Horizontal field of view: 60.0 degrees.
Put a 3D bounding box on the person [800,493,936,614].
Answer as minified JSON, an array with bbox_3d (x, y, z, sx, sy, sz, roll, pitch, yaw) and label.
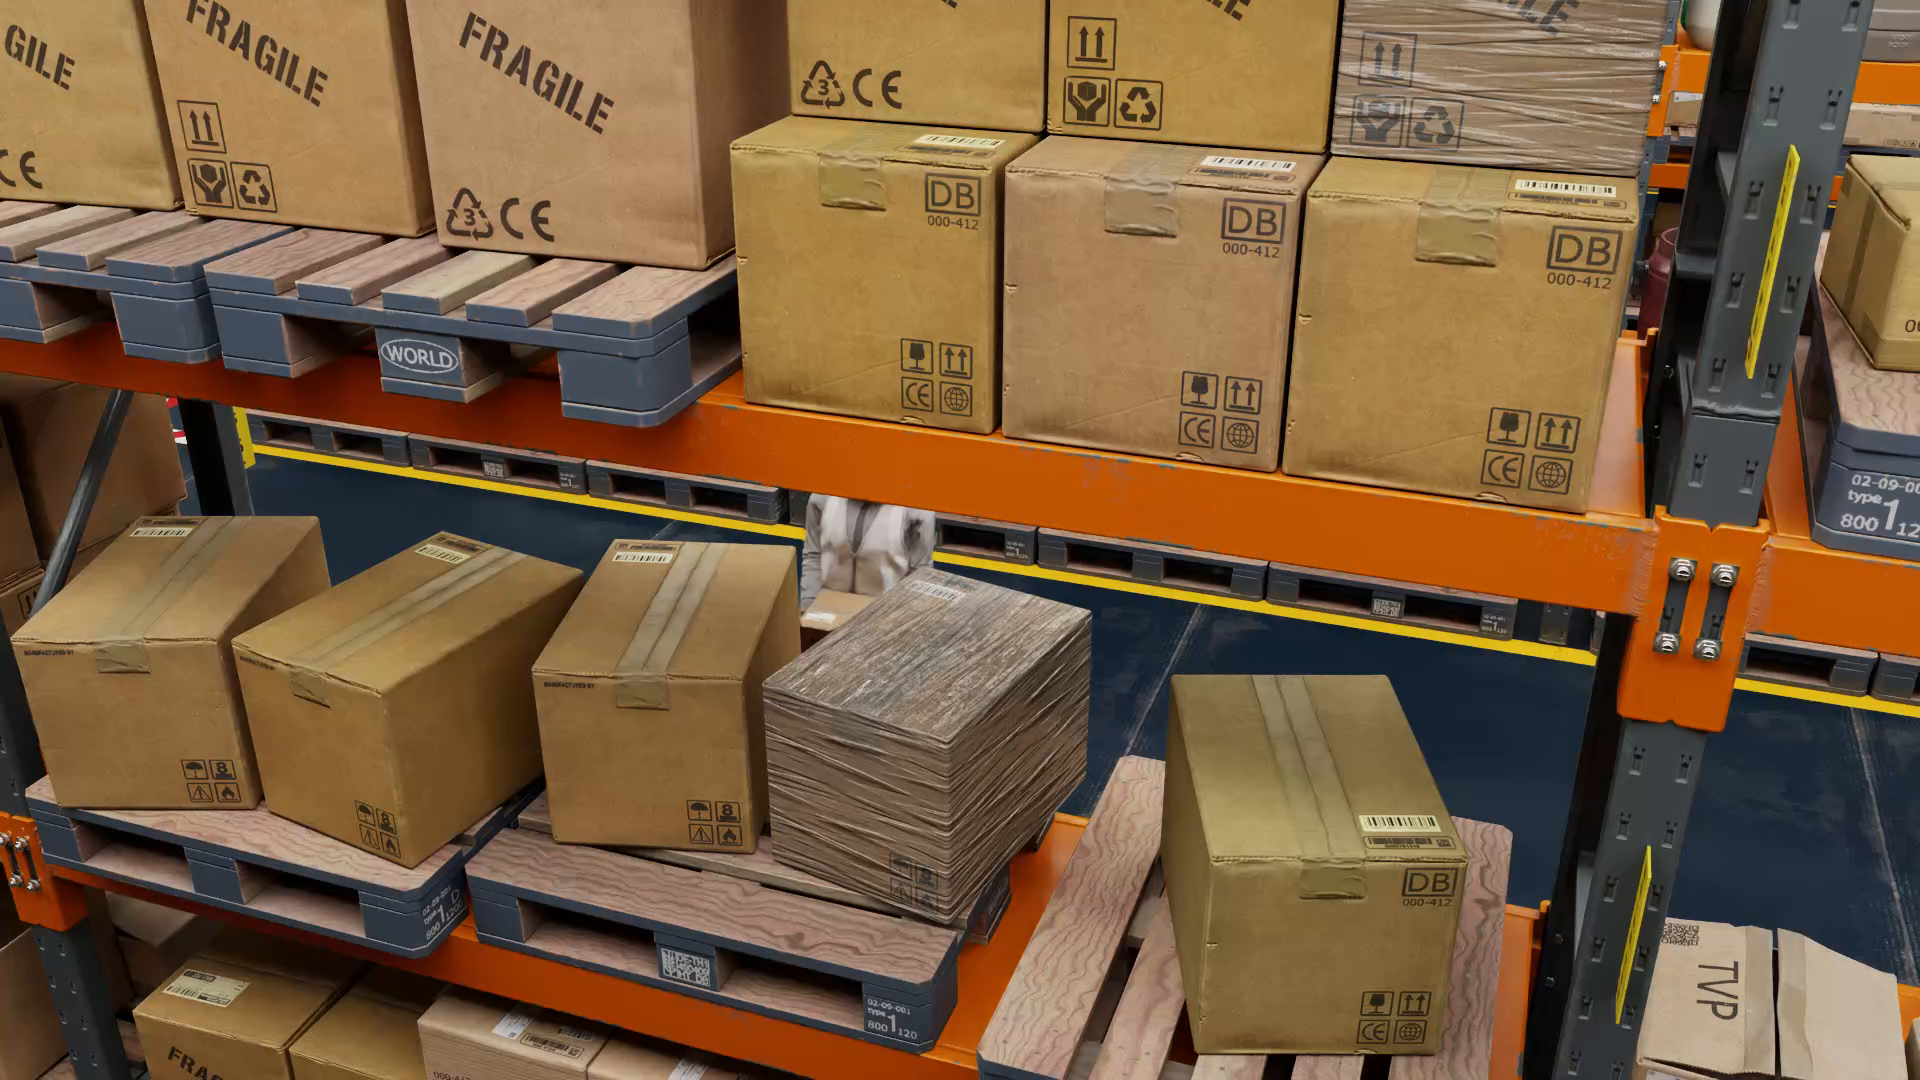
[{"bbox_3d":[-0.364,0.345,6.353,0.528,1.778,0.529,8,27,17],"label":"person"}]
